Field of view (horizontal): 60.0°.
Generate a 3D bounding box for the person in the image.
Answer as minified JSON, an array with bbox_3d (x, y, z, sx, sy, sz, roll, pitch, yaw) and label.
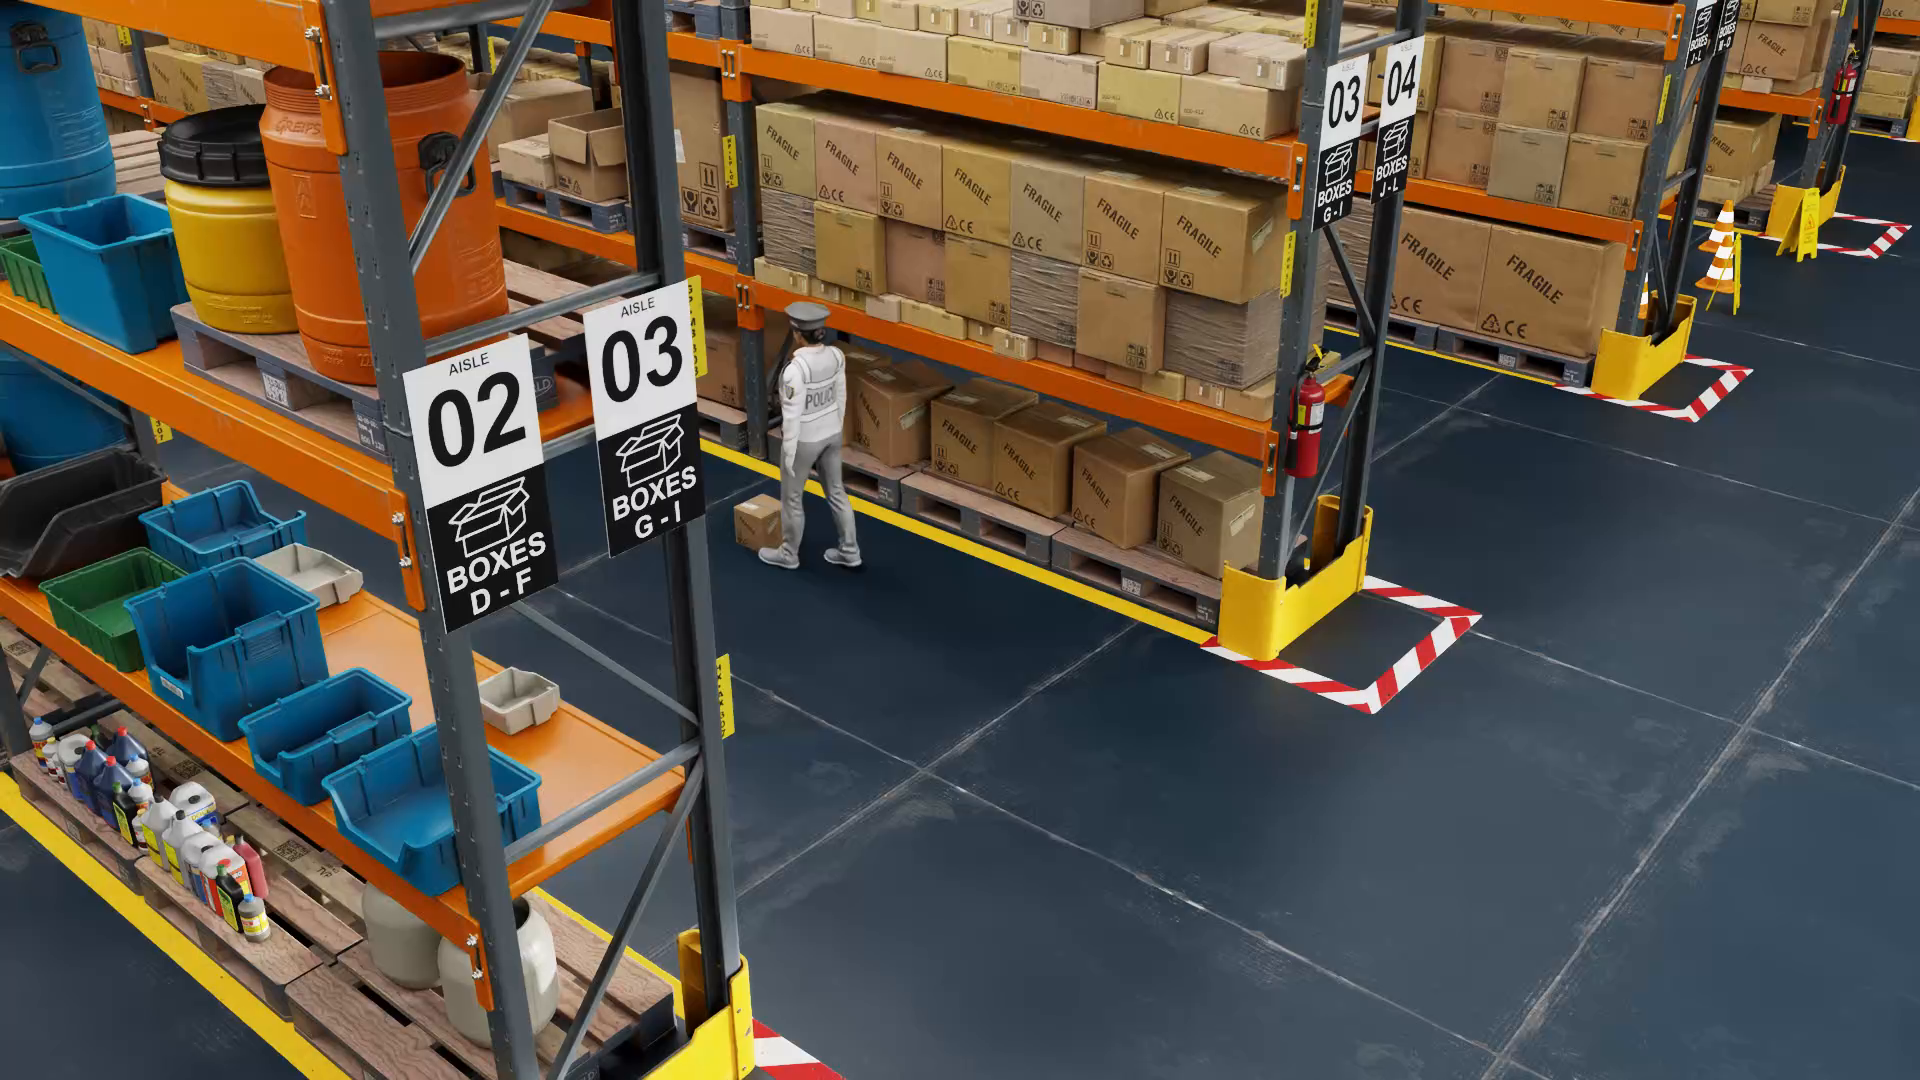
[{"bbox_3d":[-0.906,-0.598,9.764,0.583,1.666,0.491,21,34,35],"label":"person"}]
